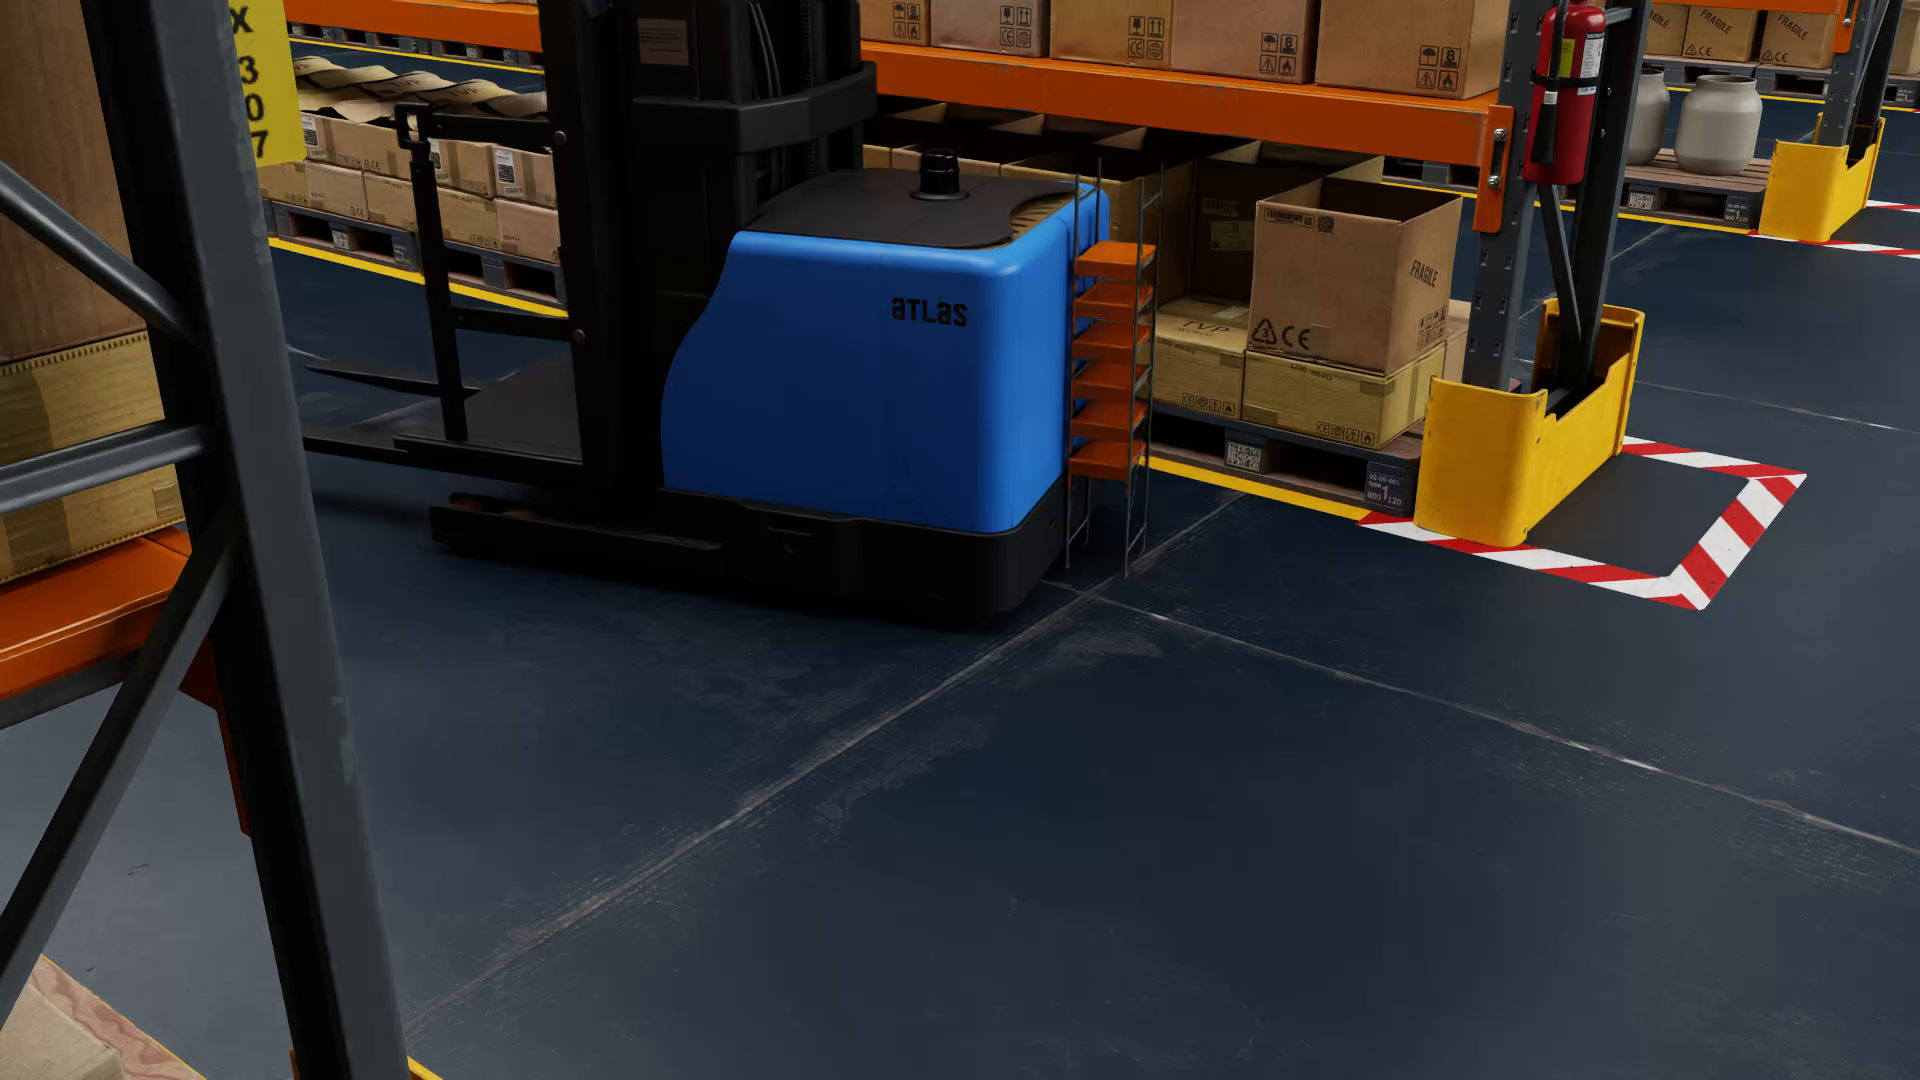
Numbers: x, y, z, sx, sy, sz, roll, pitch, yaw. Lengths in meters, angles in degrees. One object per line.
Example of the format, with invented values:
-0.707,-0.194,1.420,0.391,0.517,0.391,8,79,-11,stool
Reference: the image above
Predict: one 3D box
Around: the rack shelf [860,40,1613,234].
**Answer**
0.307,-1.727,6.341,4.000,0.370,1.077,17,29,33,rack shelf

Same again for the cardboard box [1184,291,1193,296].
0.809,-0.949,6.572,0.500,0.250,0.500,17,29,33,cardboard box

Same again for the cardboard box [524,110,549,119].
-1.872,-2.033,8.339,0.500,0.311,0.500,16,29,33,cardboard box

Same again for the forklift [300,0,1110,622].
-1.105,-1.465,4.941,3.031,2.935,1.130,8,25,19,forklift

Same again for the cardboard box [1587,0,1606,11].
5.410,-4.538,14.408,0.500,0.500,0.500,-16,28,-31,cardboard box

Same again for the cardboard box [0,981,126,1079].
-1.560,0.859,2.368,0.500,0.311,0.500,13,27,27,cardboard box

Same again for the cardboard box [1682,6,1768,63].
6.373,-4.263,13.785,0.500,0.500,0.500,20,31,38,cardboard box

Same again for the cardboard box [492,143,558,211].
-1.789,-1.736,7.663,0.500,0.311,0.500,17,29,33,cardboard box

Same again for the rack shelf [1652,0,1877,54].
3.281,-3.324,9.967,4.000,0.370,1.077,17,29,33,rack shelf

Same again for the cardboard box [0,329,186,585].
-1.261,-0.134,1.996,0.500,0.250,0.500,16,28,32,cardboard box

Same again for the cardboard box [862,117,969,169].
-0.310,-1.362,6.580,0.500,0.500,0.500,17,29,33,cardboard box

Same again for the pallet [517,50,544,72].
-3.148,-4.301,14.749,1.213,0.211,1.003,17,29,33,pallet

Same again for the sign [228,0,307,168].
-0.735,-0.545,1.692,0.005,0.325,0.100,17,29,33,sign

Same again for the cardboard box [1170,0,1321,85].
1.118,-1.861,5.629,0.500,0.500,0.700,18,29,35,cardboard box

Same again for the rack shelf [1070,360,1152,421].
0.446,-0.447,4.886,0.180,0.103,0.258,8,25,19,rack shelf

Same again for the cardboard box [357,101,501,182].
-2.607,-1.981,8.220,0.500,0.311,0.500,17,29,33,cardboard box

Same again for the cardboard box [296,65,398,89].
-3.508,-2.527,9.458,0.500,0.311,0.500,16,29,33,cardboard box

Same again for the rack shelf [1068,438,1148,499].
0.446,-0.227,4.983,0.180,0.103,0.258,8,25,19,rack shelf

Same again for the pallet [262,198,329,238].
-3.859,-2.019,9.571,1.213,0.211,1.003,17,29,33,pallet

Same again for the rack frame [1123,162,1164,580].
0.532,-0.475,4.839,0.006,1.200,0.240,8,25,19,rack frame

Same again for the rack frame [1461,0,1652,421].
1.907,-1.572,5.099,0.127,3.000,1.000,17,29,33,rack frame

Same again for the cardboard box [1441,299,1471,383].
1.612,-0.708,6.026,0.500,0.250,0.500,17,29,33,cardboard box

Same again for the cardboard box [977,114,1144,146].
0.413,-1.415,6.700,0.500,0.500,0.500,17,29,33,cardboard box

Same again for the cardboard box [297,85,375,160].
-3.419,-2.228,8.780,0.500,0.311,0.500,16,28,32,cardboard box

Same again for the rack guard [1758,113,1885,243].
4.792,-2.029,9.235,0.348,0.500,1.175,17,29,33,rack guard

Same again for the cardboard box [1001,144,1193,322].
0.491,-1.120,6.032,0.500,0.500,0.500,17,29,33,cardboard box

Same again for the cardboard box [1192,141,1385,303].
1.210,-1.171,6.147,0.500,0.500,0.500,17,29,33,cardboard box

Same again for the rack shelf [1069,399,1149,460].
0.446,-0.337,4.935,0.180,0.103,0.258,8,25,19,rack shelf

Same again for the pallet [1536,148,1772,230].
4.145,-2.095,9.743,1.213,0.211,1.003,17,29,33,pallet

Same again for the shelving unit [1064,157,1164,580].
0.446,-0.487,4.868,0.189,1.200,0.258,8,25,19,shelving unit

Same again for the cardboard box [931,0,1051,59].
0.301,-2.109,6.192,0.500,0.500,0.700,18,29,35,cardboard box

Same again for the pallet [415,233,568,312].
-1.906,-1.429,8.232,1.213,0.211,1.003,17,29,33,pallet

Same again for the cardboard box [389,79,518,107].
-2.706,-2.282,8.903,0.500,0.311,0.500,18,29,35,cardboard box

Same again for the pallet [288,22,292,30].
-7.285,-5.551,17.586,1.213,0.211,1.003,17,29,33,pallet

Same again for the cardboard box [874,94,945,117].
-0.398,-1.651,7.235,0.500,0.500,0.500,17,29,33,cardboard box

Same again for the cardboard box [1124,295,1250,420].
0.894,-0.658,5.912,0.500,0.250,0.500,17,29,33,cardboard box

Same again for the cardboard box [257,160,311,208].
-3.429,-1.974,8.900,0.500,0.250,0.500,16,28,32,cardboard box

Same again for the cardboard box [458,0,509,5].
-2.107,-2.632,7.669,0.258,0.266,0.396,16,28,32,cardboard box

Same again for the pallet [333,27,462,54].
-5.333,-4.961,16.247,1.213,0.211,1.003,17,29,33,pallet

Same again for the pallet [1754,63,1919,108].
7.162,-3.718,13.426,1.213,0.211,1.003,17,29,33,pallet

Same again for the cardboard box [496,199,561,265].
-1.799,-1.480,7.779,0.500,0.250,0.500,16,29,33,cardboard box

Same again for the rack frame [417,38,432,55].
-4.721,-6.072,15.310,0.127,3.000,1.000,17,29,33,rack frame

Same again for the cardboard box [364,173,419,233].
-2.612,-1.727,8.338,0.500,0.250,0.500,18,29,34,cardboard box

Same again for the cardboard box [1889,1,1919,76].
7.362,-3.972,13.125,0.500,0.500,0.500,-20,31,-38,cardboard box

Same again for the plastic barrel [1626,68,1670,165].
3.907,-2.479,9.721,0.421,0.512,0.421,0,24,0,plastic barrel
